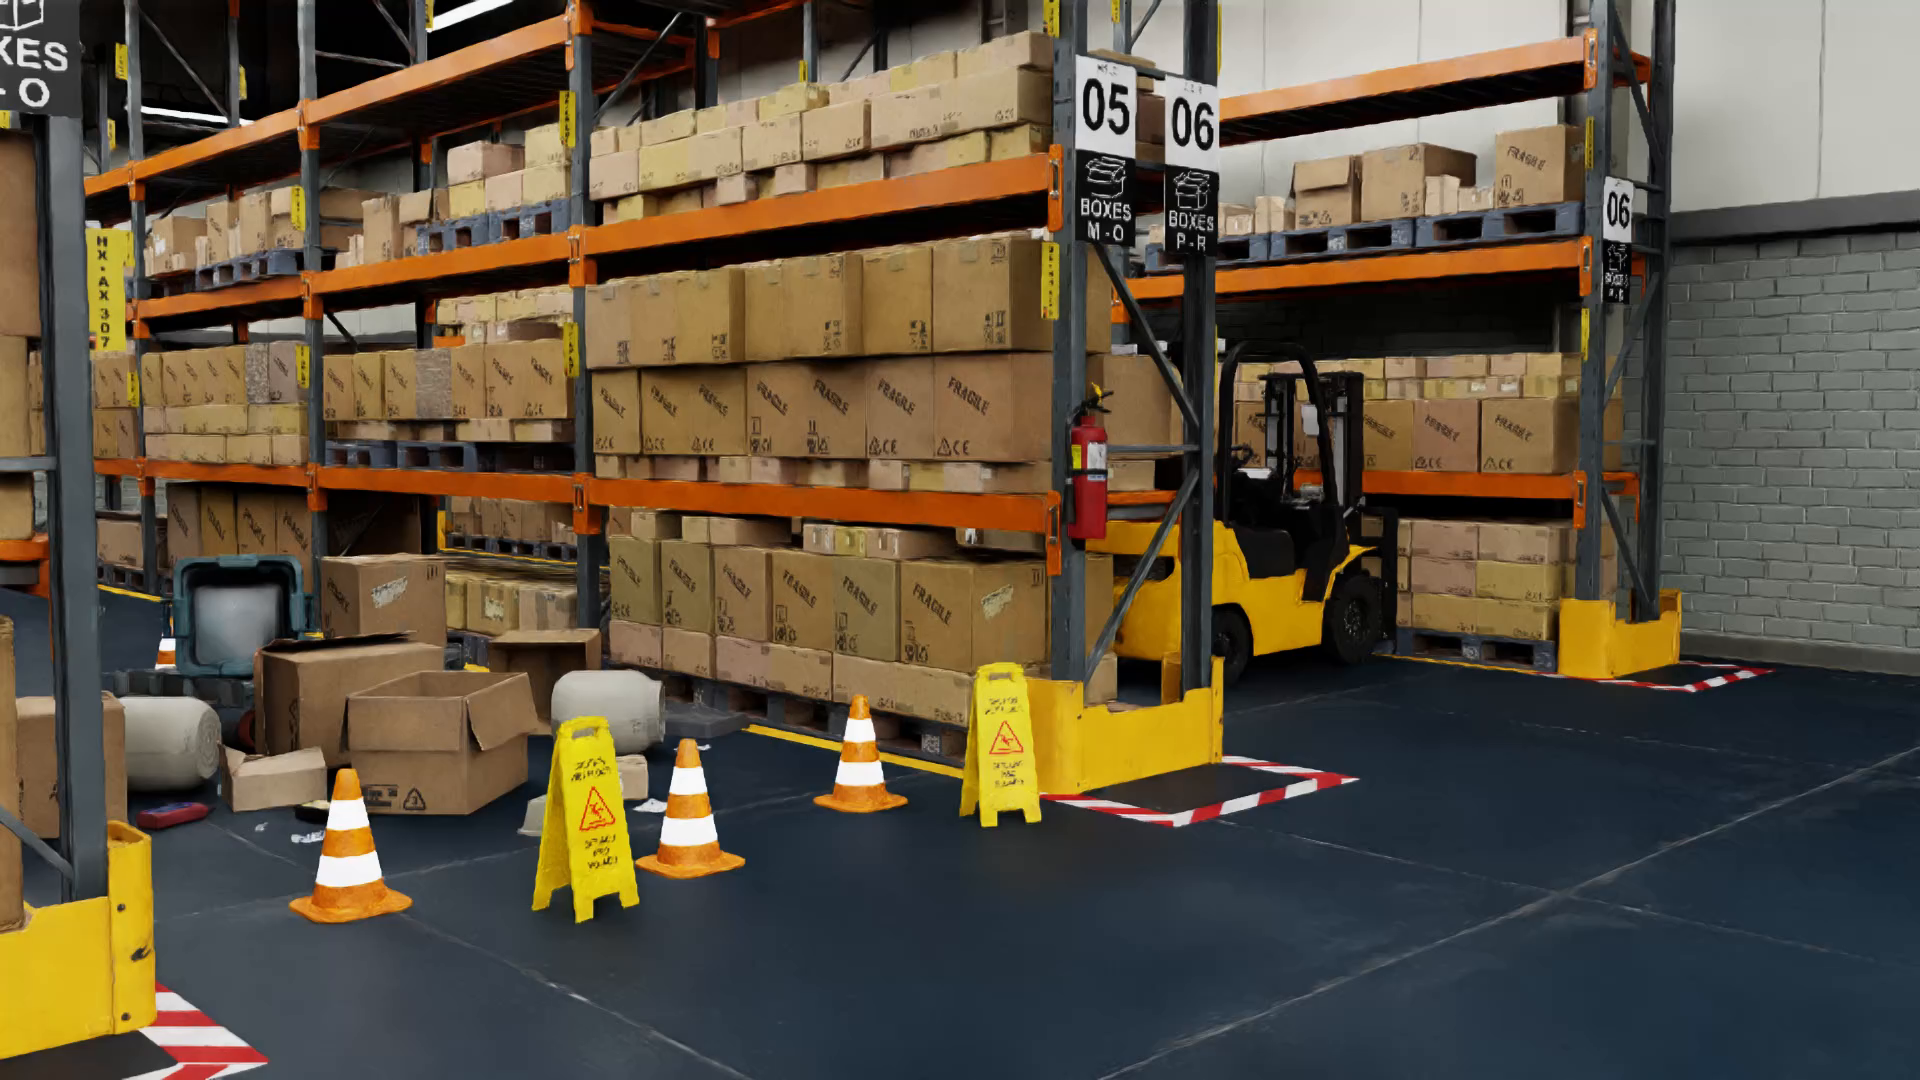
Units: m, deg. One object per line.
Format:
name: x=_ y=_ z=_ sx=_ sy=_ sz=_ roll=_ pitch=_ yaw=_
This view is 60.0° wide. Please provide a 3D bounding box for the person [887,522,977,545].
person: x=-0.198 y=-0.046 z=11.403 sx=0.631 sy=1.834 sz=0.453 roll=0 pitch=4 yaw=-2
